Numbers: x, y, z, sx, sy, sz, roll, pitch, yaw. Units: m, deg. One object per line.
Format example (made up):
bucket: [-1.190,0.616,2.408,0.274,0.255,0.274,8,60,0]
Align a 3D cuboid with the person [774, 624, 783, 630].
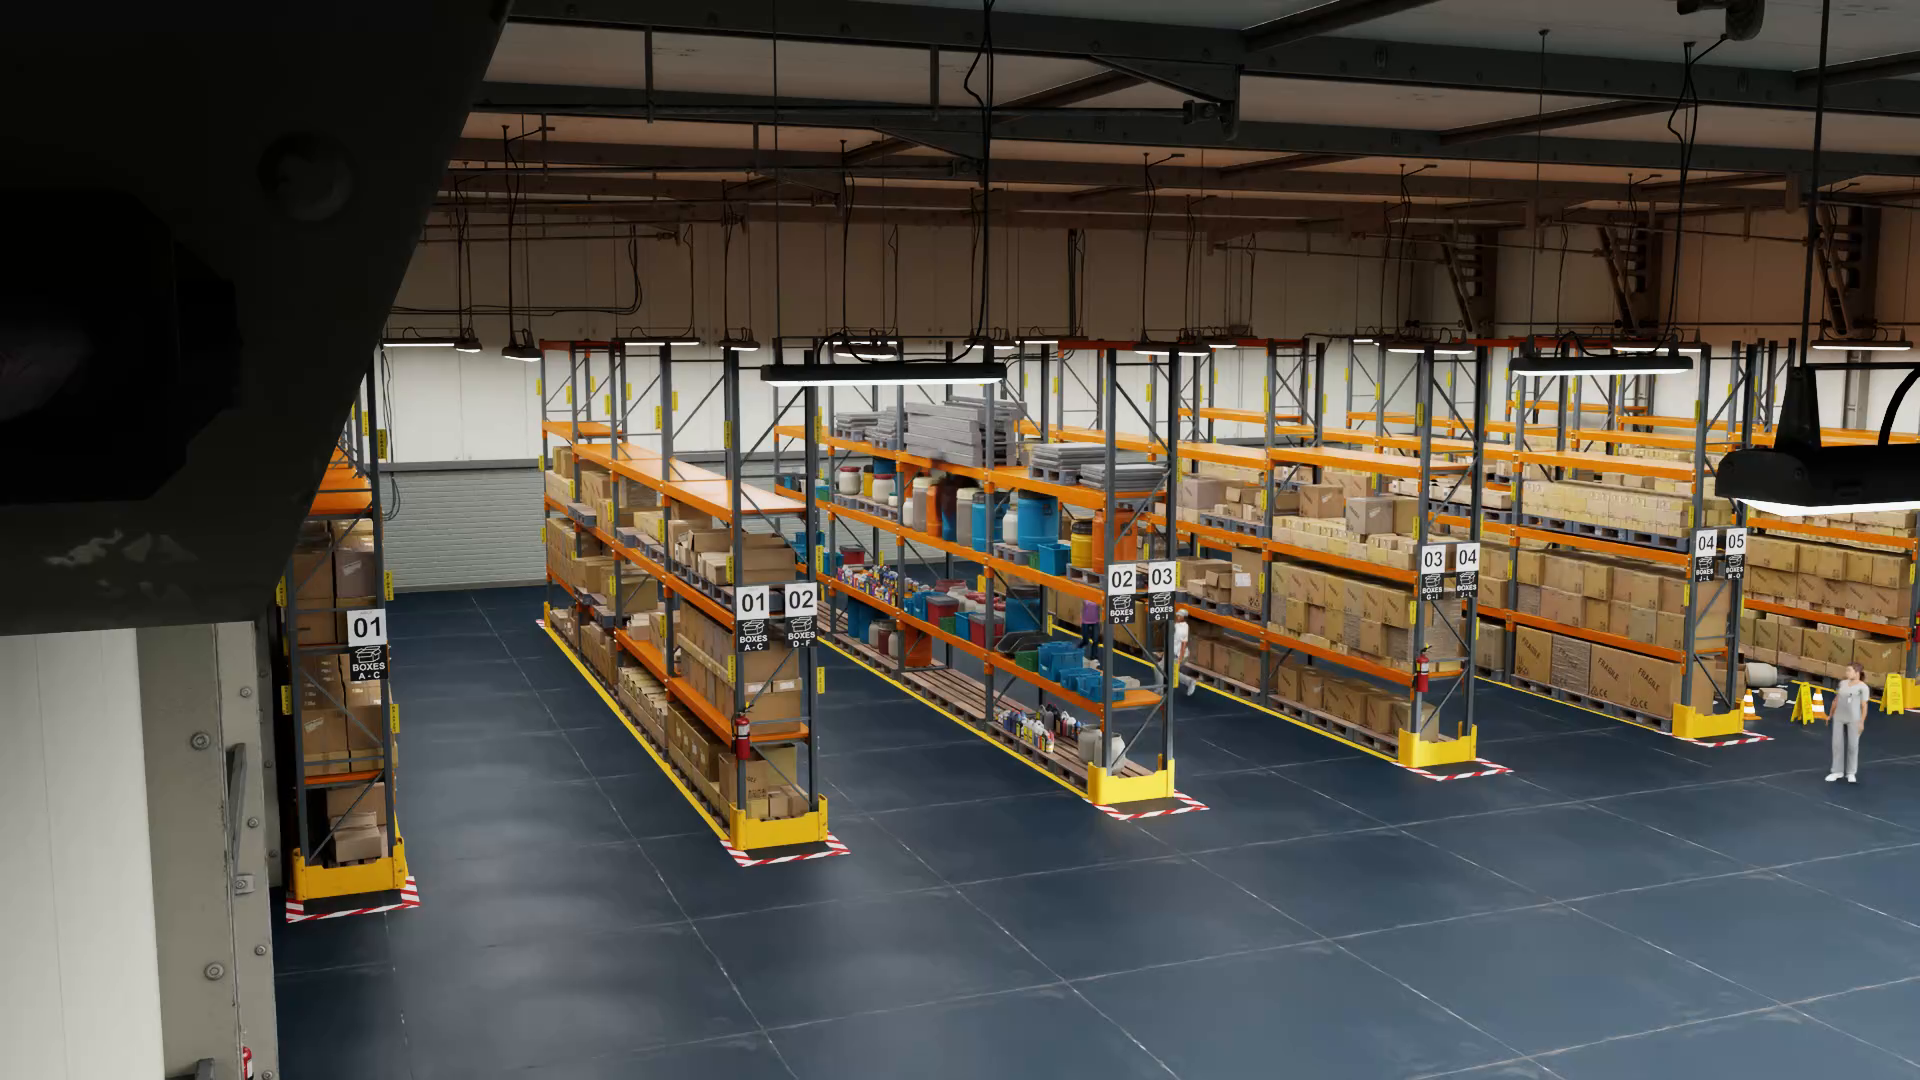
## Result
person: [-3.569,1.232,32.700,0.532,1.749,0.559,-1,8,-8]

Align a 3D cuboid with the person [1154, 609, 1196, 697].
person: [3.588,1.925,28.104,0.811,1.547,0.517,2,8,14]

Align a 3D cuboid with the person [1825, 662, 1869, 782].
person: [12.296,2.521,23.063,0.528,1.700,0.379,6,10,41]

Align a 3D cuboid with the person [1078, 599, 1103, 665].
person: [2.422,1.532,30.910,0.432,1.574,0.569,-3,8,-19]
